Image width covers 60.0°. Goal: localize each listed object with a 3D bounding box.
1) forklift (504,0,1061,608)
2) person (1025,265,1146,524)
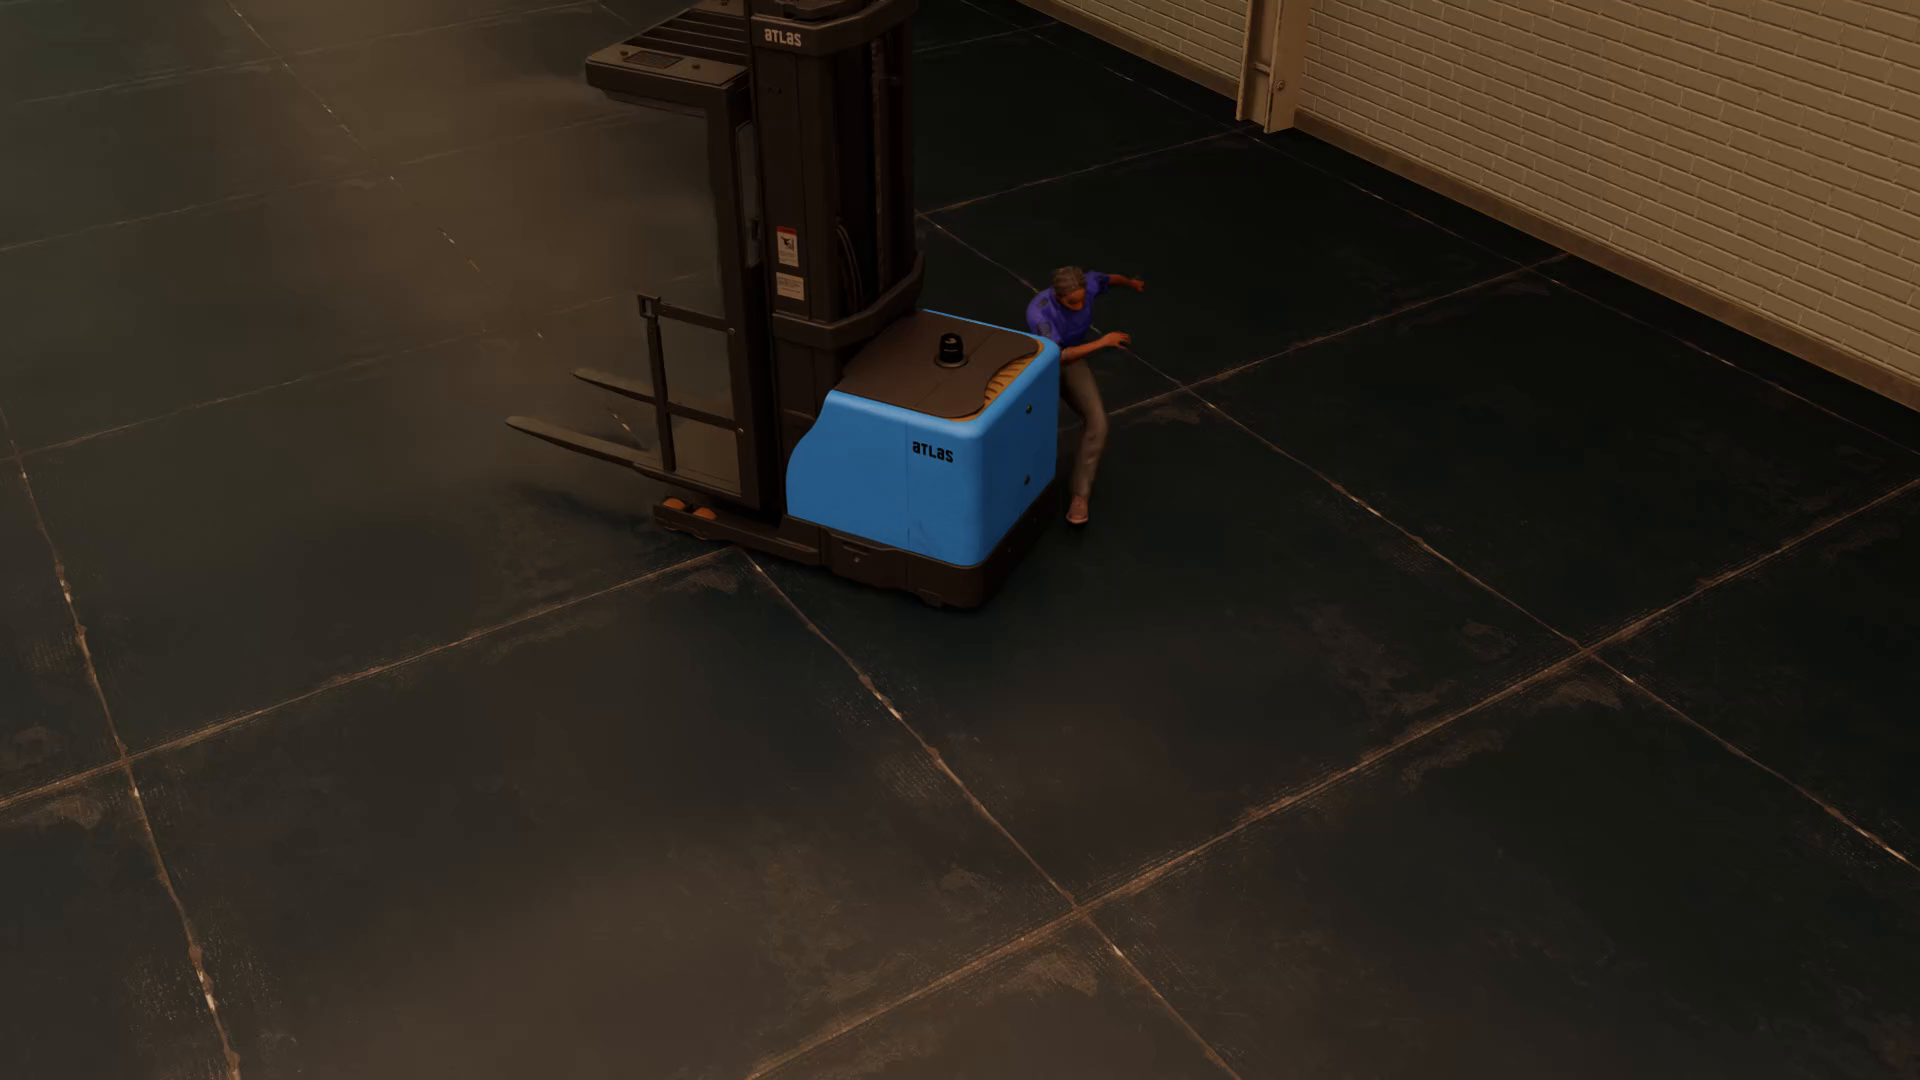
[{"bbox_3d":[-1.036,-1.452,8.214,3.031,2.935,1.130,16,38,22],"label":"forklift"},{"bbox_3d":[0.698,-0.865,8.817,1.125,1.365,0.895,-15,38,-21],"label":"person"}]
